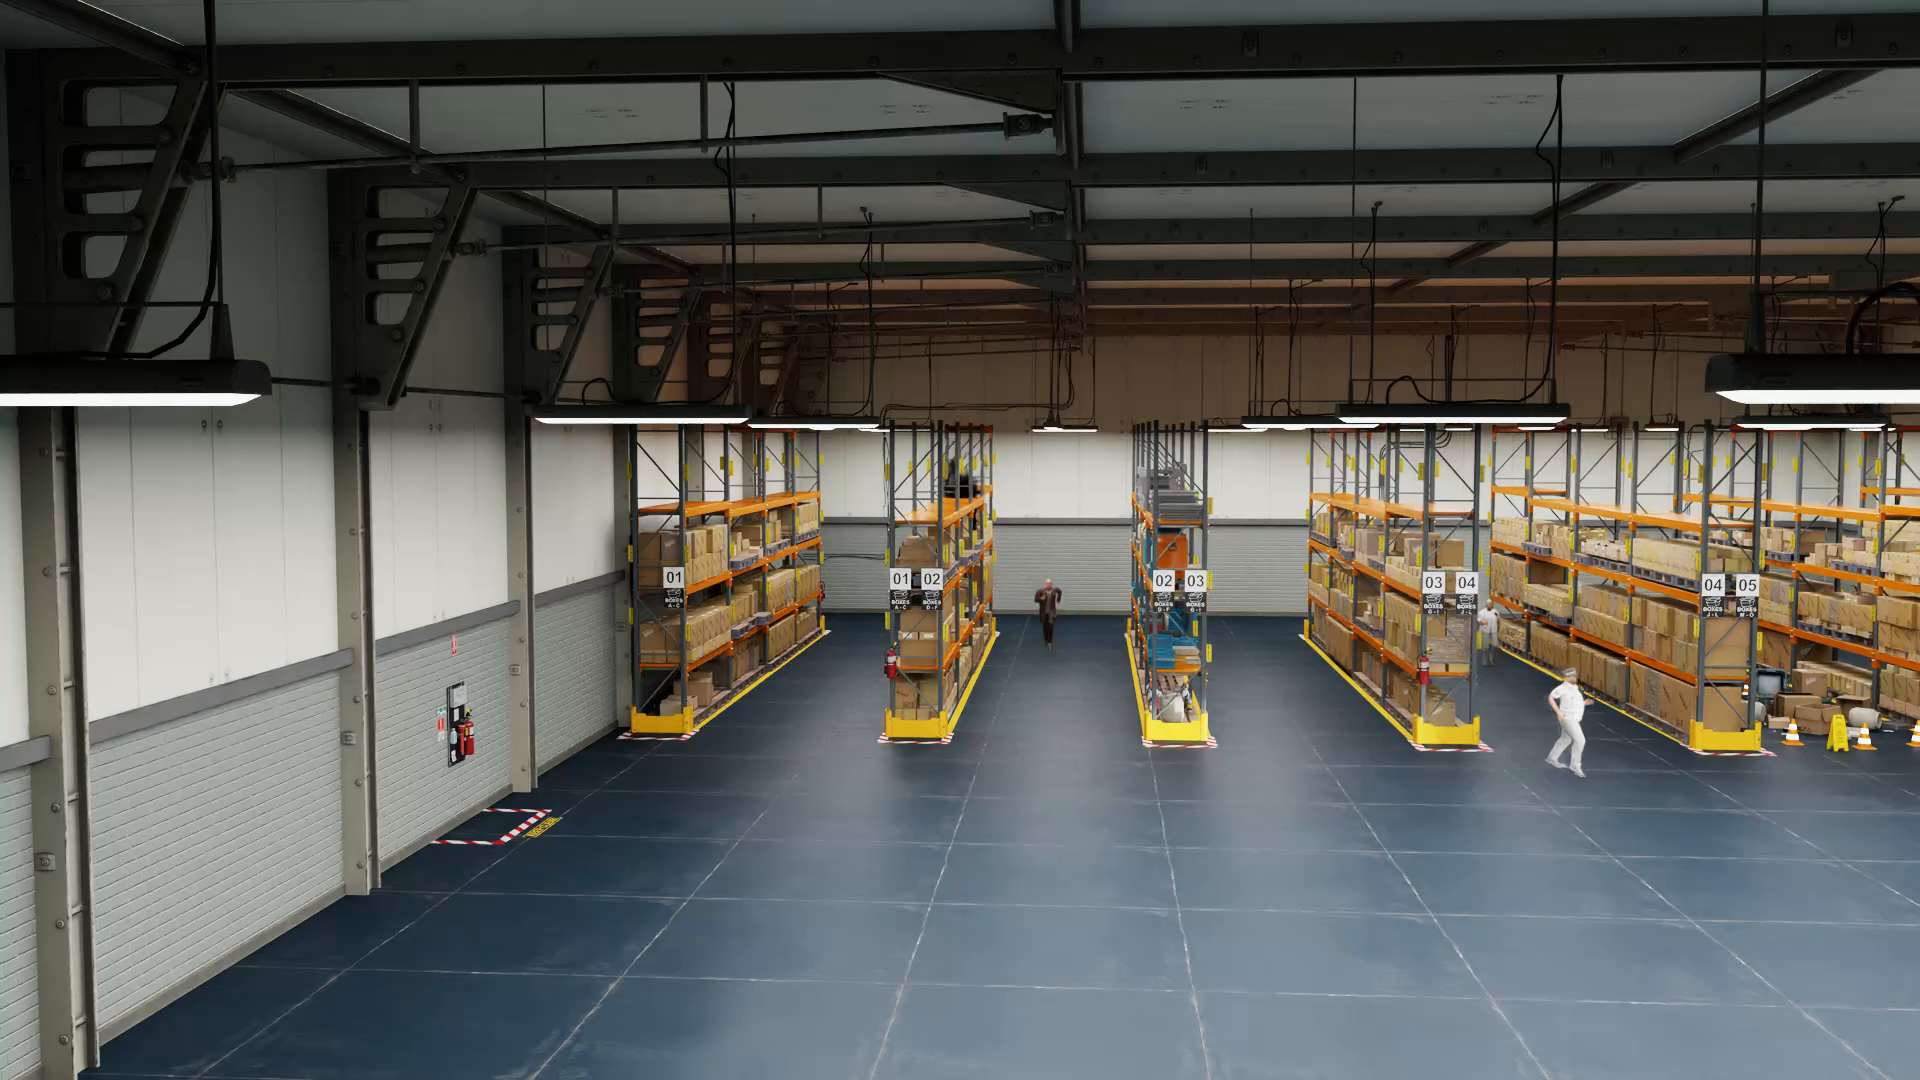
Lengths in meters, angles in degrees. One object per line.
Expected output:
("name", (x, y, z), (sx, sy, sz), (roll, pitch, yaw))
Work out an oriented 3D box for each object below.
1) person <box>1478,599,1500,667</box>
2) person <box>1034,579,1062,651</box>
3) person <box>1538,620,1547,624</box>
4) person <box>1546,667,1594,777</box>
("person", (13.100, 2.305, 41.105), (0.586, 1.676, 0.629), (0, 4, 6))
("person", (2.243, 1.899, 42.455), (0.689, 1.830, 0.964), (0, 4, 5))
("person", (16.385, 1.919, 46.767), (0.684, 1.694, 0.534), (-2, 4, -32))
("person", (10.311, 3.065, 28.117), (0.779, 1.855, 0.636), (3, 4, 35))
